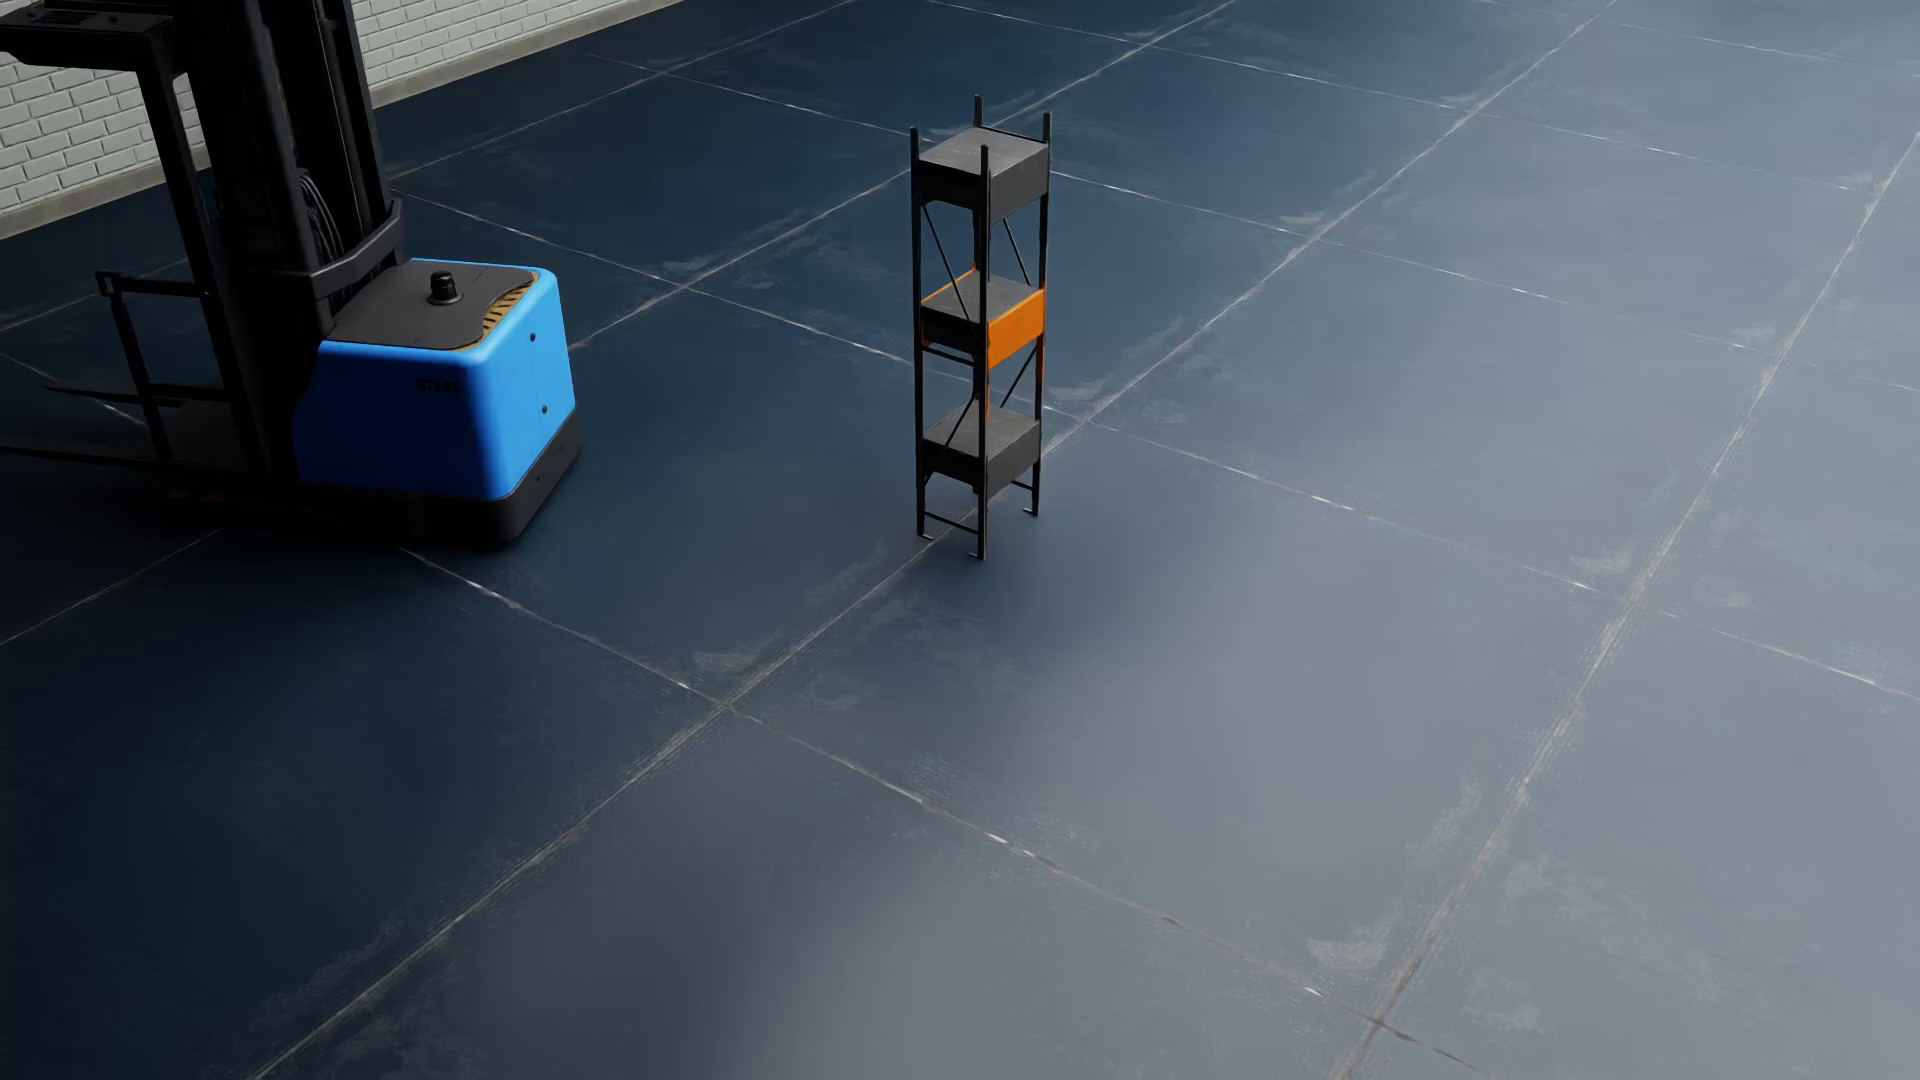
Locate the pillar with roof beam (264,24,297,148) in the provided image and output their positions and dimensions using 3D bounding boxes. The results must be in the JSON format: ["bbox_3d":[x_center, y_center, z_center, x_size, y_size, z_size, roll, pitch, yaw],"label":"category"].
[{"bbox_3d":[-1.664,-5.309,8.068,9.100,9.000,0.400,21,39,28],"label":"pillar with roof beam"}]

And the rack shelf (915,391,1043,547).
[{"bbox_3d":[0.094,-0.355,8.174,0.431,0.518,0.480,21,39,28],"label":"rack shelf"}]

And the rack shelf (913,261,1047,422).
[{"bbox_3d":[0.094,-0.935,7.782,0.431,0.518,0.480,21,39,28],"label":"rack shelf"}]

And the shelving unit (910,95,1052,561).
[{"bbox_3d":[0.094,-0.946,7.774,0.431,2.100,0.503,21,39,28],"label":"shelving unit"}]

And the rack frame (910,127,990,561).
[{"bbox_3d":[-0.045,-0.834,7.608,0.400,2.100,0.015,21,39,28],"label":"rack frame"}]

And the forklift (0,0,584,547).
[{"bbox_3d":[-3.574,-1.570,7.956,3.031,2.935,1.130,6,34,8],"label":"forklift"}]

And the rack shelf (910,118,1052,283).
[{"bbox_3d":[0.094,-1.515,7.390,0.431,0.518,0.480,21,39,28],"label":"rack shelf"}]

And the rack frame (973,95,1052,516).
[{"bbox_3d":[0.234,-1.058,7.940,0.400,2.100,0.015,21,39,28],"label":"rack frame"}]
